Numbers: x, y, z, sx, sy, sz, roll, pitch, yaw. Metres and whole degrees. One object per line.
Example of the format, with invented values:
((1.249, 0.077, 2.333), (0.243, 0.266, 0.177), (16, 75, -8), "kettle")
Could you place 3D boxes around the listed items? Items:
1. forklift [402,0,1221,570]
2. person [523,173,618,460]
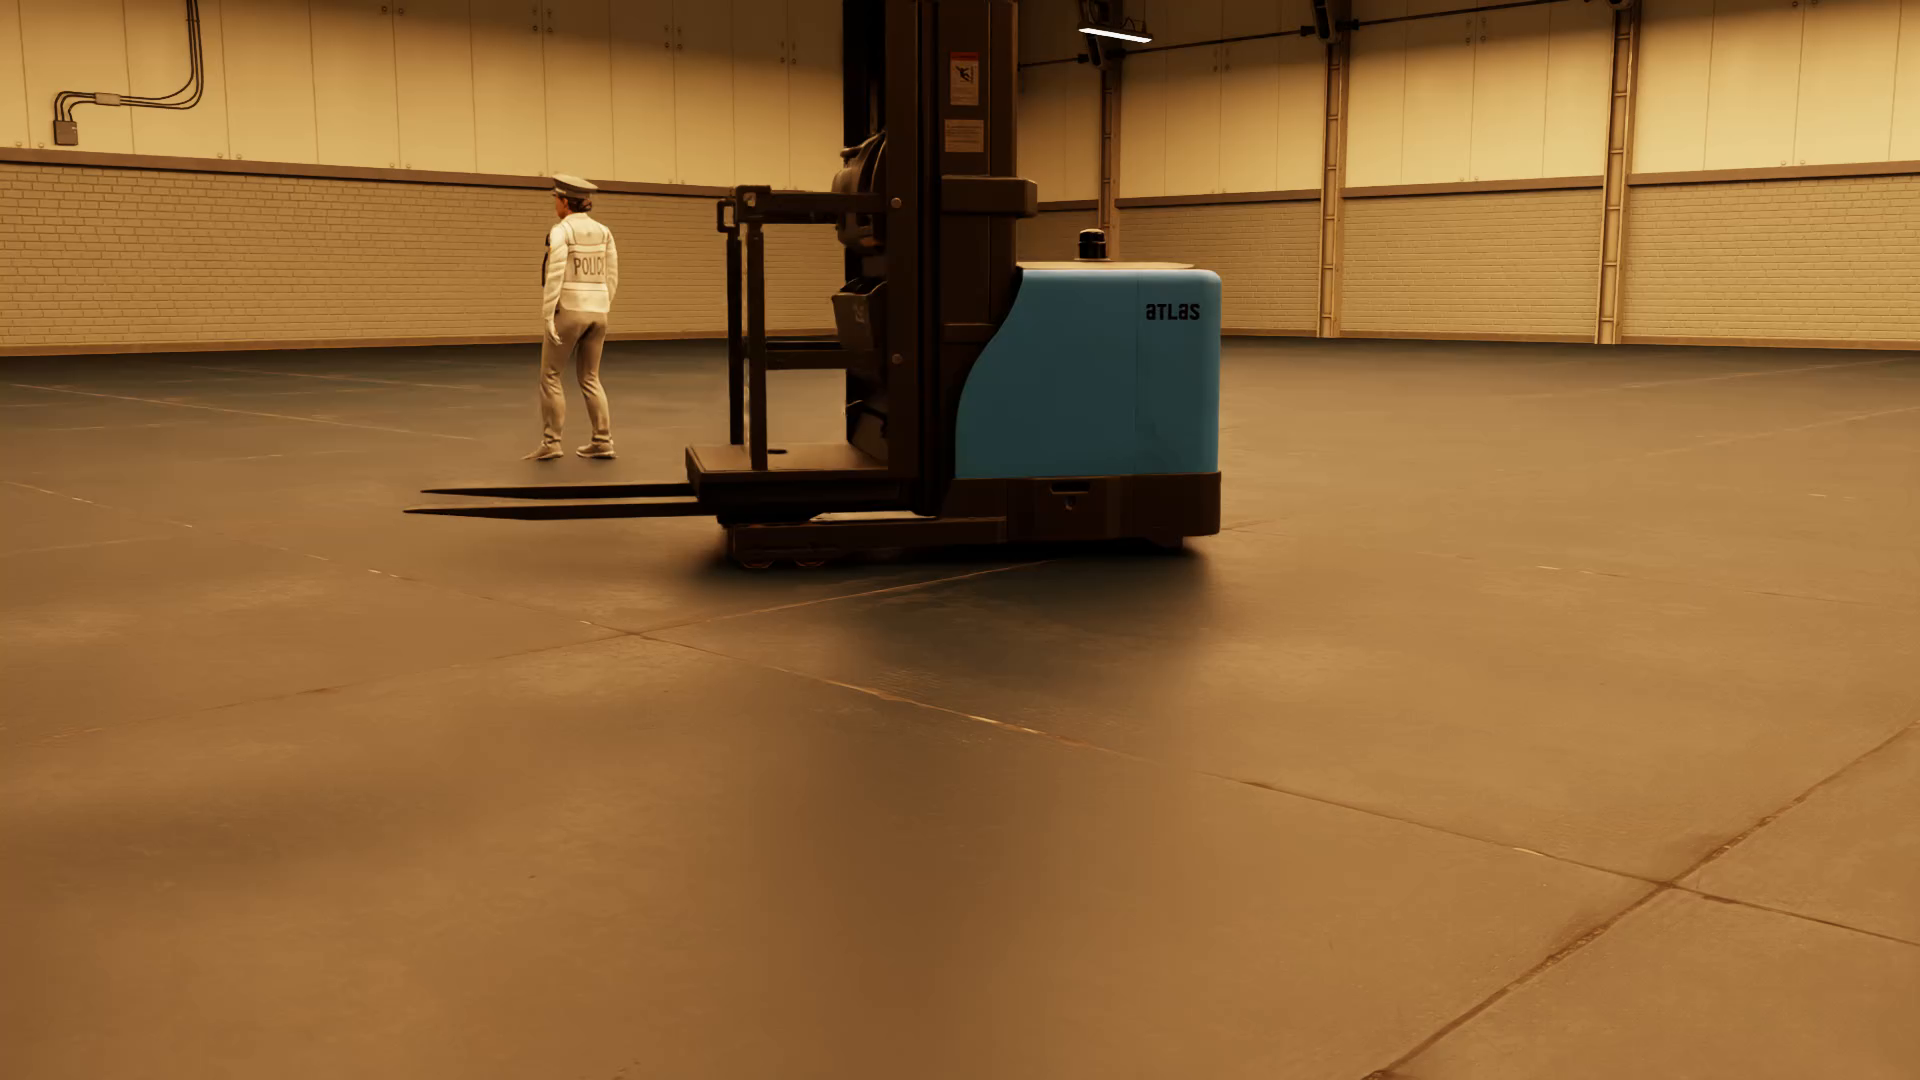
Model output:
((-0.567, -1.427, 6.350), (3.031, 2.935, 1.130), (-2, 9, -12), "forklift")
((-2.321, -1.304, 9.886), (0.465, 1.717, 0.567), (6, 10, 35), "person")
